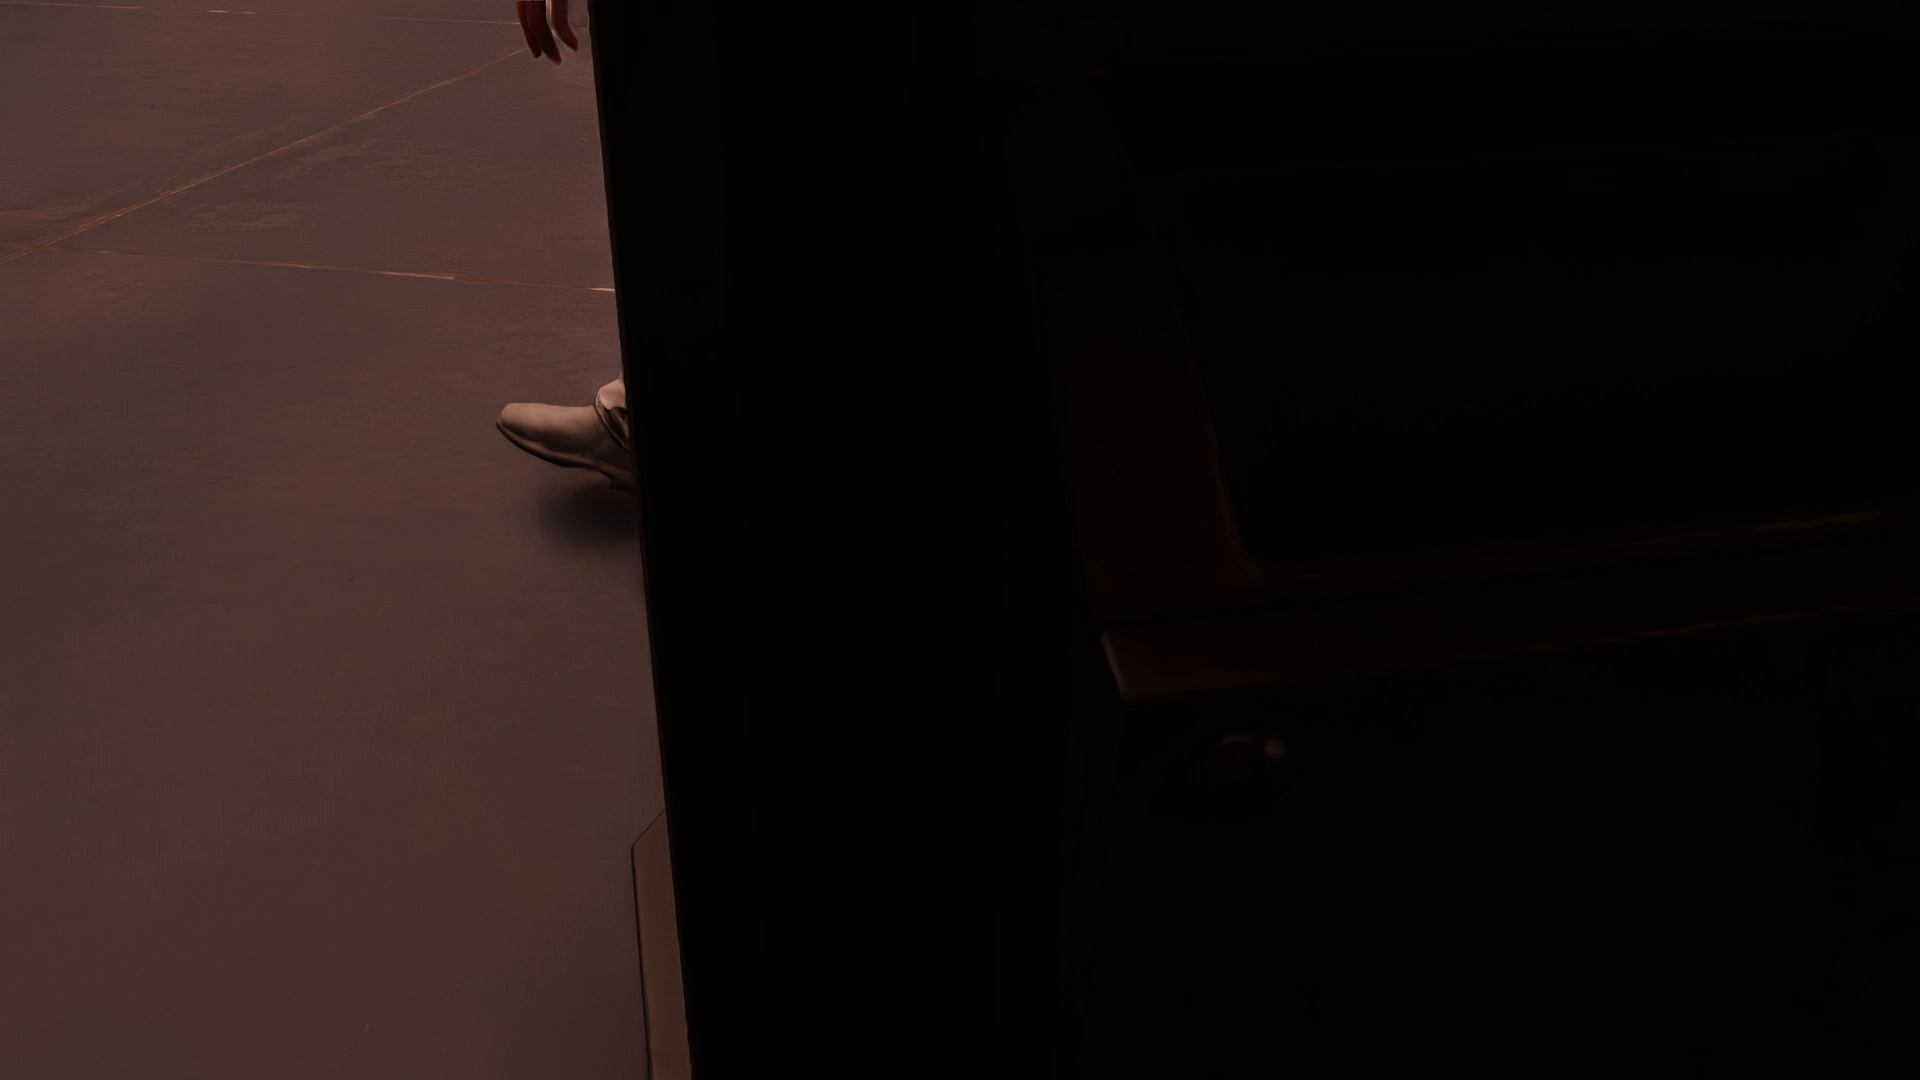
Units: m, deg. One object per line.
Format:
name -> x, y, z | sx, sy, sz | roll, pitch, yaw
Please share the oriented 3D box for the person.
person -> -0.313, -0.800, 2.171 | 0.867, 1.731, 0.680 | 1, 27, 3
